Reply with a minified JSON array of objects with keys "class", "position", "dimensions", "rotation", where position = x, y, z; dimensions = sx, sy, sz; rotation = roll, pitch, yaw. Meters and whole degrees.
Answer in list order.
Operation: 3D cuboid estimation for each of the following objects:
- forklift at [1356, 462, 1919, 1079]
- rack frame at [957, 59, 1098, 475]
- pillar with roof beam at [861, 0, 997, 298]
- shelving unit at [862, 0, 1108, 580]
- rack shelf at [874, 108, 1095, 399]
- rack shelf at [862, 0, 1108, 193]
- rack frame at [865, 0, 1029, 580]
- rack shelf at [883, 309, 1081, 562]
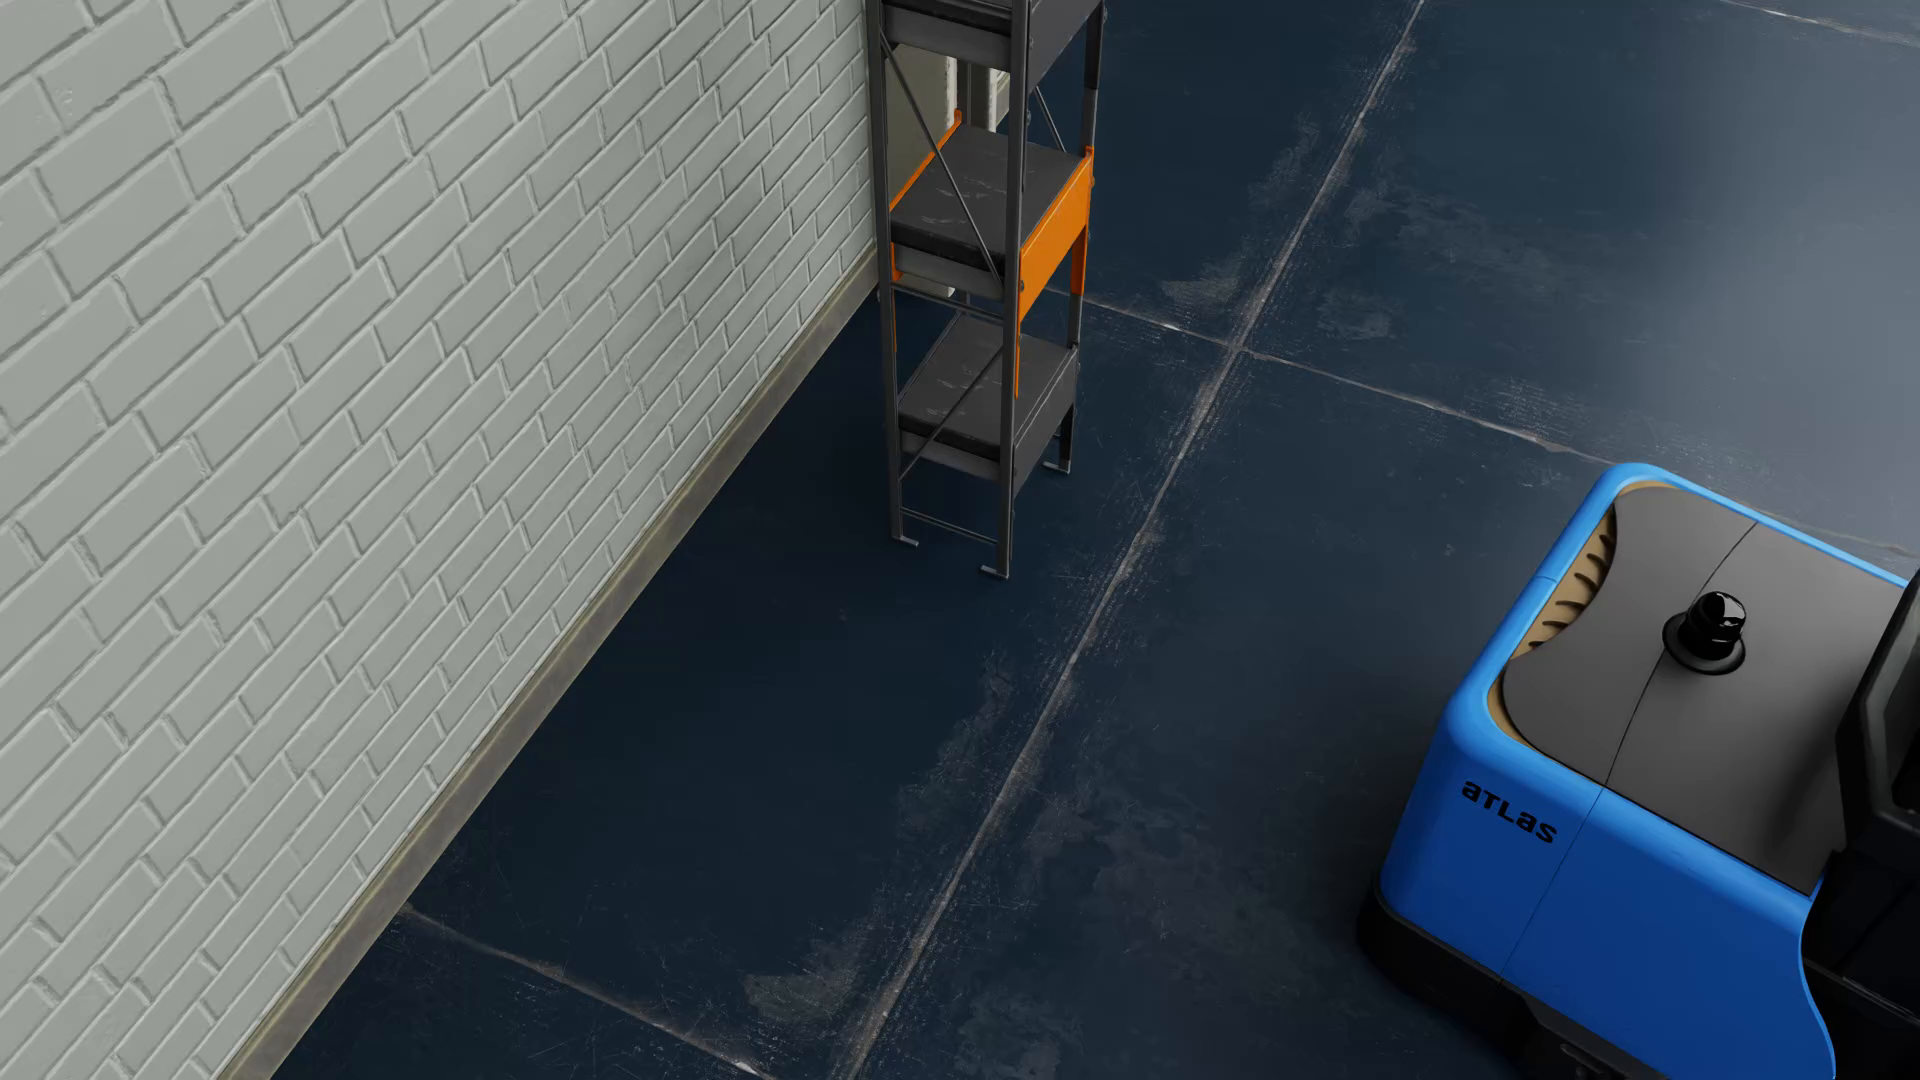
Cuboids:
[{"class":"forklift","position":[2.506,0.500,2.900],"dimensions":[3.031,2.935,1.130],"rotation":[30,56,23]},{"class":"rack frame","position":[0.175,-0.962,4.690],"dimensions":[0.400,2.100,0.015],"rotation":[20,52,16]},{"class":"pillar with roof beam","position":[3.797,-2.574,1.532],"dimensions":[9.100,9.000,0.400],"rotation":[20,52,16]},{"class":"shelving unit","position":[0.071,-0.794,4.547],"dimensions":[0.431,2.100,0.503],"rotation":[20,52,16]},{"class":"rack shelf","position":[0.071,-0.786,4.558],"dimensions":[0.431,0.518,0.480],"rotation":[20,52,16]},{"class":"rack shelf","position":[0.071,-1.239,4.025],"dimensions":[0.431,0.518,0.480],"rotation":[20,52,16]},{"class":"rack frame","position":[-0.034,-0.626,4.404],"dimensions":[0.400,2.100,0.015],"rotation":[20,52,16]},{"class":"rack shelf","position":[0.071,-0.332,5.091],"dimensions":[0.431,0.518,0.480],"rotation":[20,52,16]}]
